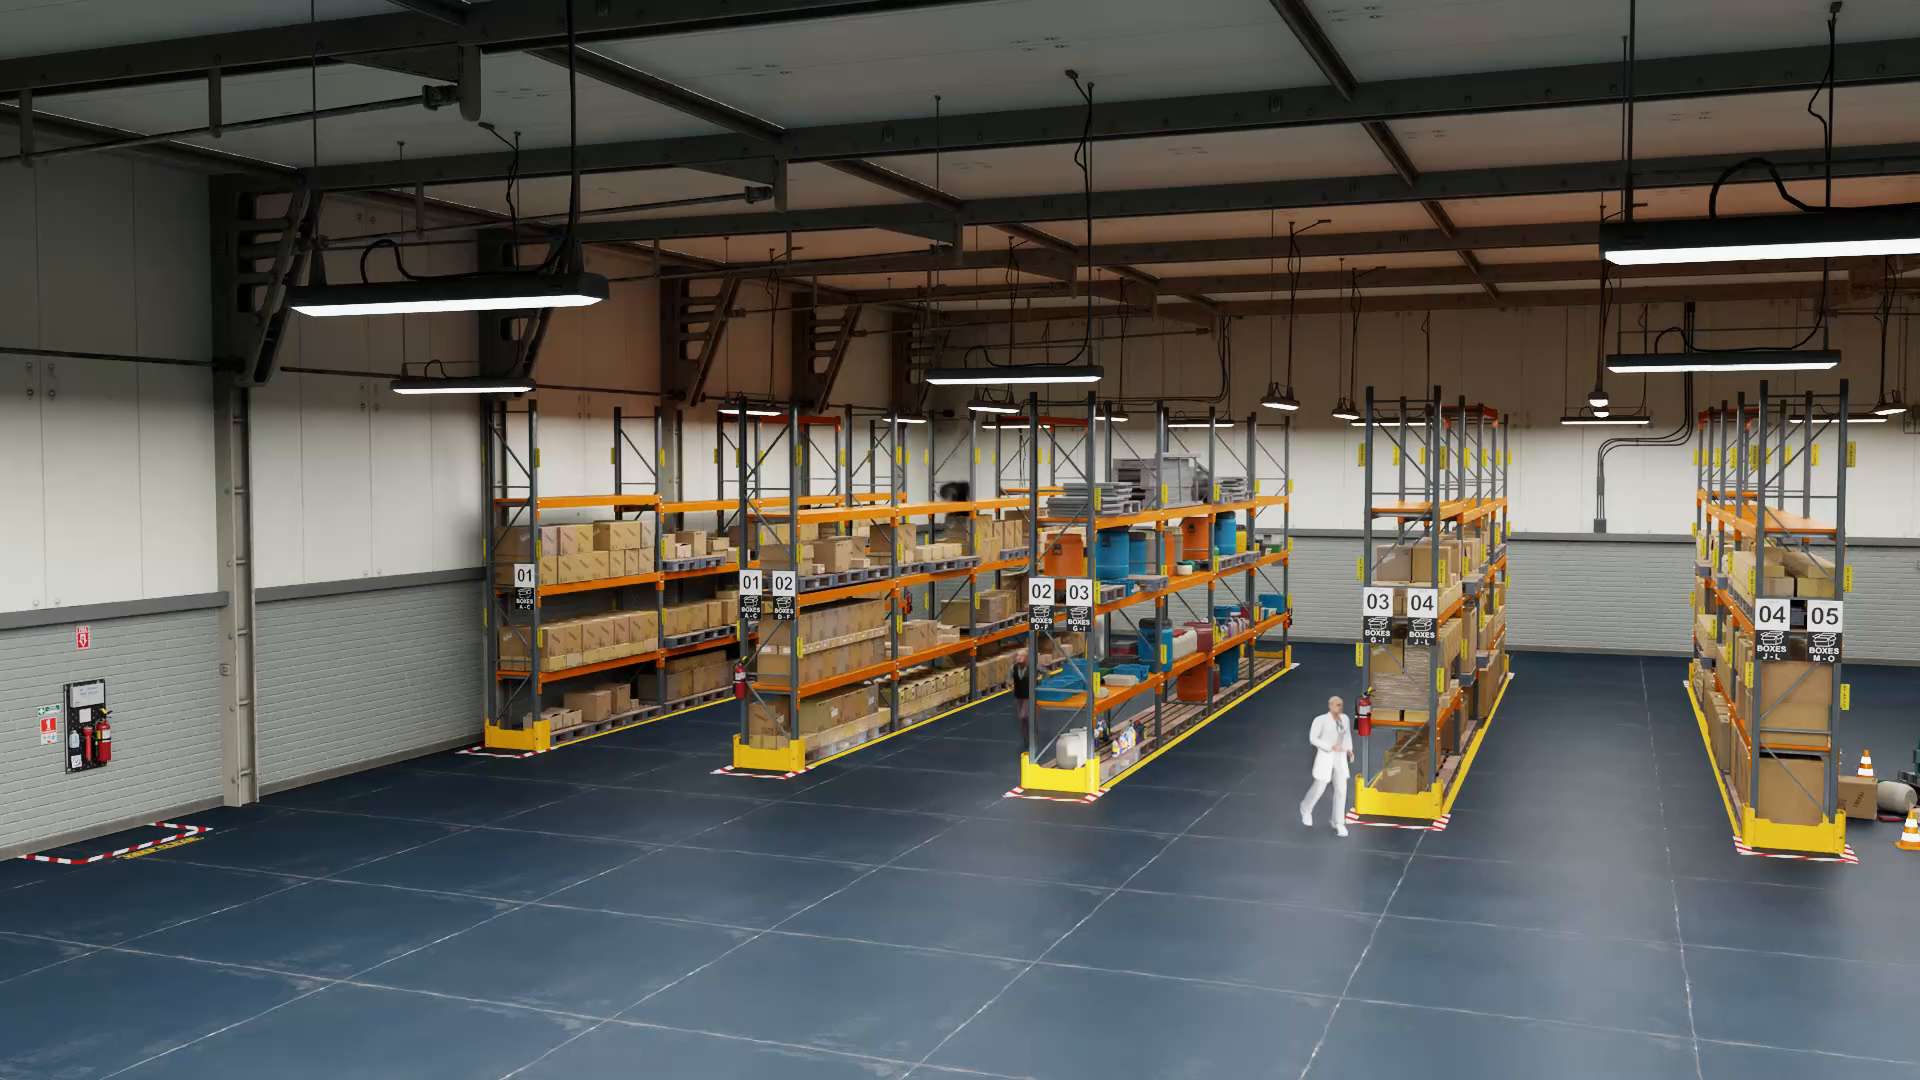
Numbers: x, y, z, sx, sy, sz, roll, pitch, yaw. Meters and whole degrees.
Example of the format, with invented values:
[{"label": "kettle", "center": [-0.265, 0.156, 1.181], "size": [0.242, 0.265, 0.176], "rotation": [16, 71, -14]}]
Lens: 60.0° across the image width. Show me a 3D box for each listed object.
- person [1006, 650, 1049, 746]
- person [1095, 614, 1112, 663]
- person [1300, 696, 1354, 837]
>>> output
[{"label": "person", "center": [1.130, 2.725, 28.624], "size": [0.687, 1.670, 0.776], "rotation": [1, 3, 25]}, {"label": "person", "center": [3.039, 2.169, 36.140], "size": [0.499, 1.336, 0.730], "rotation": [1, 3, 18]}, {"label": "person", "center": [5.008, 3.012, 22.390], "size": [0.741, 1.829, 0.926], "rotation": [-1, 3, -19]}]
